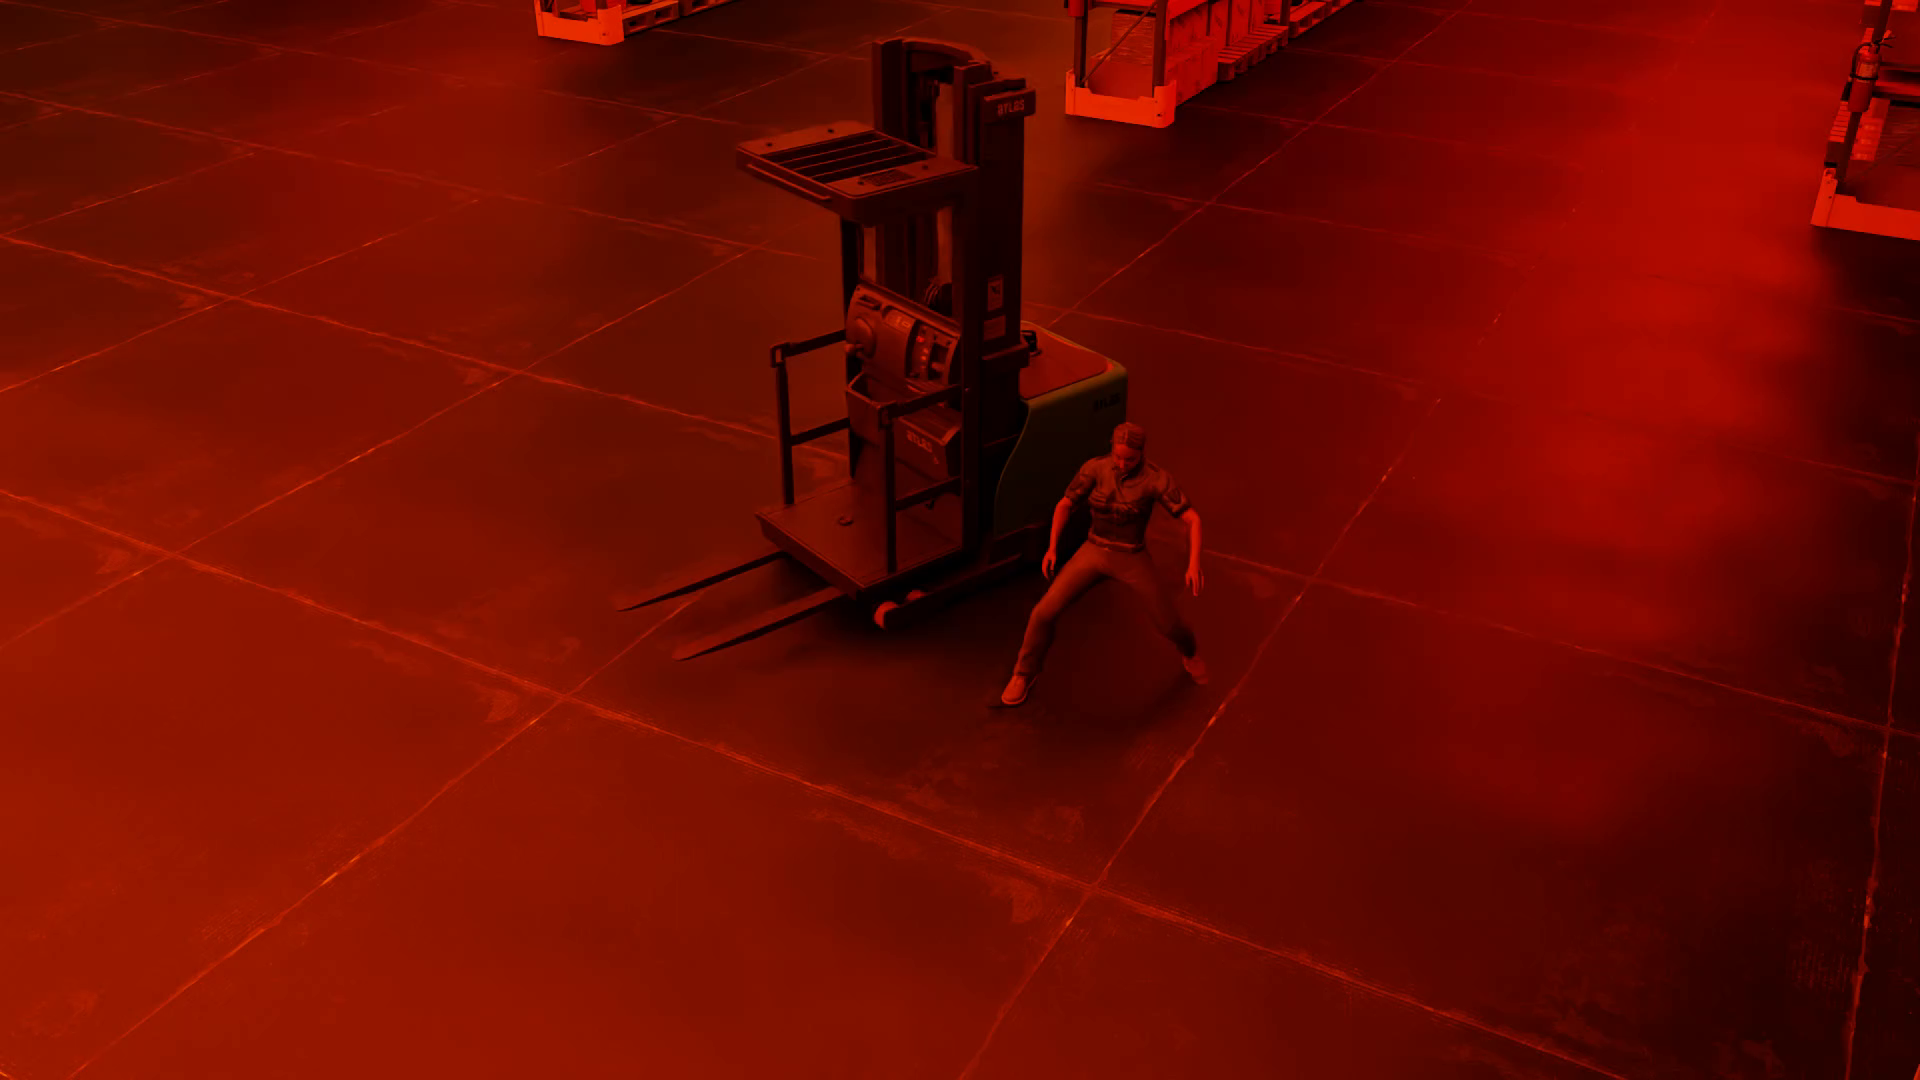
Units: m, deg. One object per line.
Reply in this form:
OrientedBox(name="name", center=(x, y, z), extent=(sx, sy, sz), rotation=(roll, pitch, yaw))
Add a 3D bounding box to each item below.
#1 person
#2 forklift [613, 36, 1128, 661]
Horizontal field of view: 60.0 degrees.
OrientedBox(name="person", center=(0.795, 0.117, 8.370), extent=(0.961, 1.516, 0.887), rotation=(11, 32, 18))
OrientedBox(name="forklift", center=(-0.479, -1.064, 8.914), extent=(3.031, 2.935, 1.130), rotation=(-22, 37, -33))
